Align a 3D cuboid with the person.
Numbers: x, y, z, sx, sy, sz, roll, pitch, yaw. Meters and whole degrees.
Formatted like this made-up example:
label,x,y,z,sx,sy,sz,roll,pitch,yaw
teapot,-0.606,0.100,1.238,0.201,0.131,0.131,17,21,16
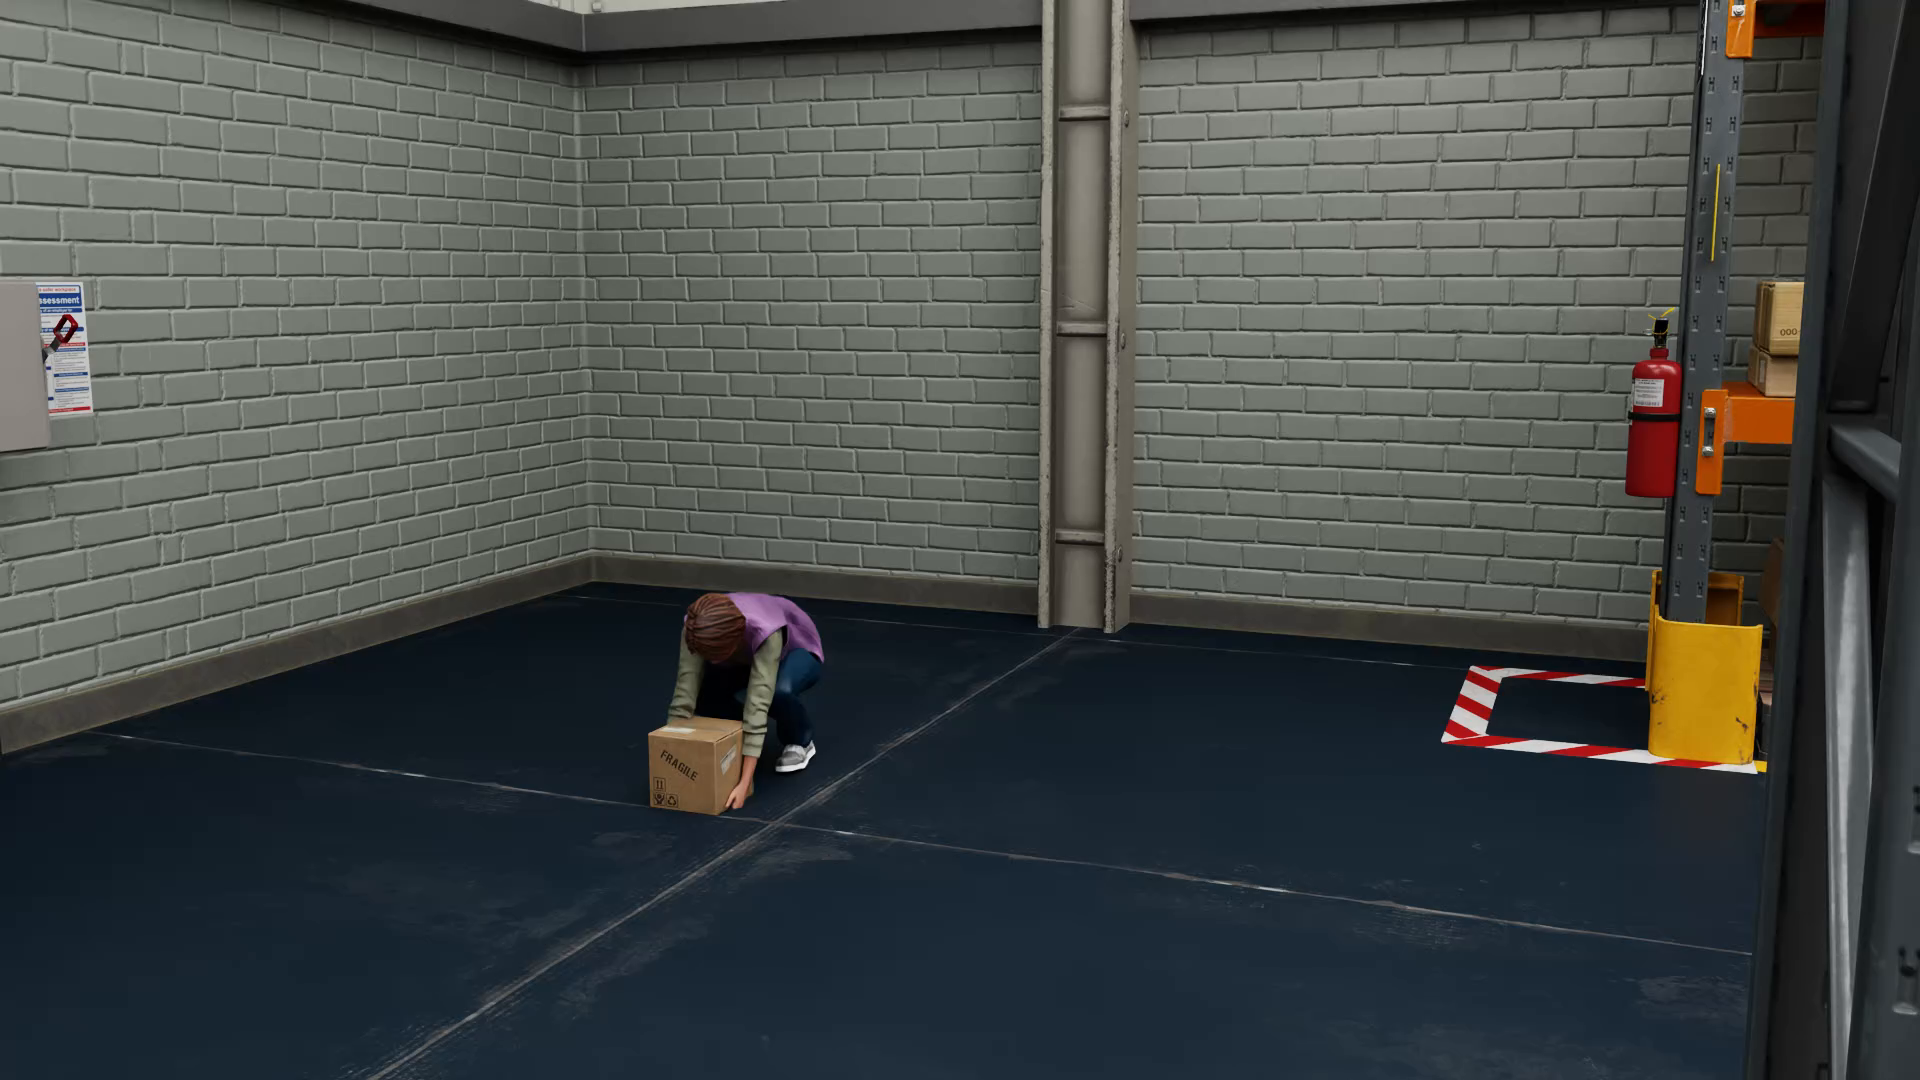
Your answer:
label,x,y,z,sx,sy,sz,roll,pitch,yaw
person,-0.740,0.509,5.769,0.432,0.767,0.835,3,10,20
